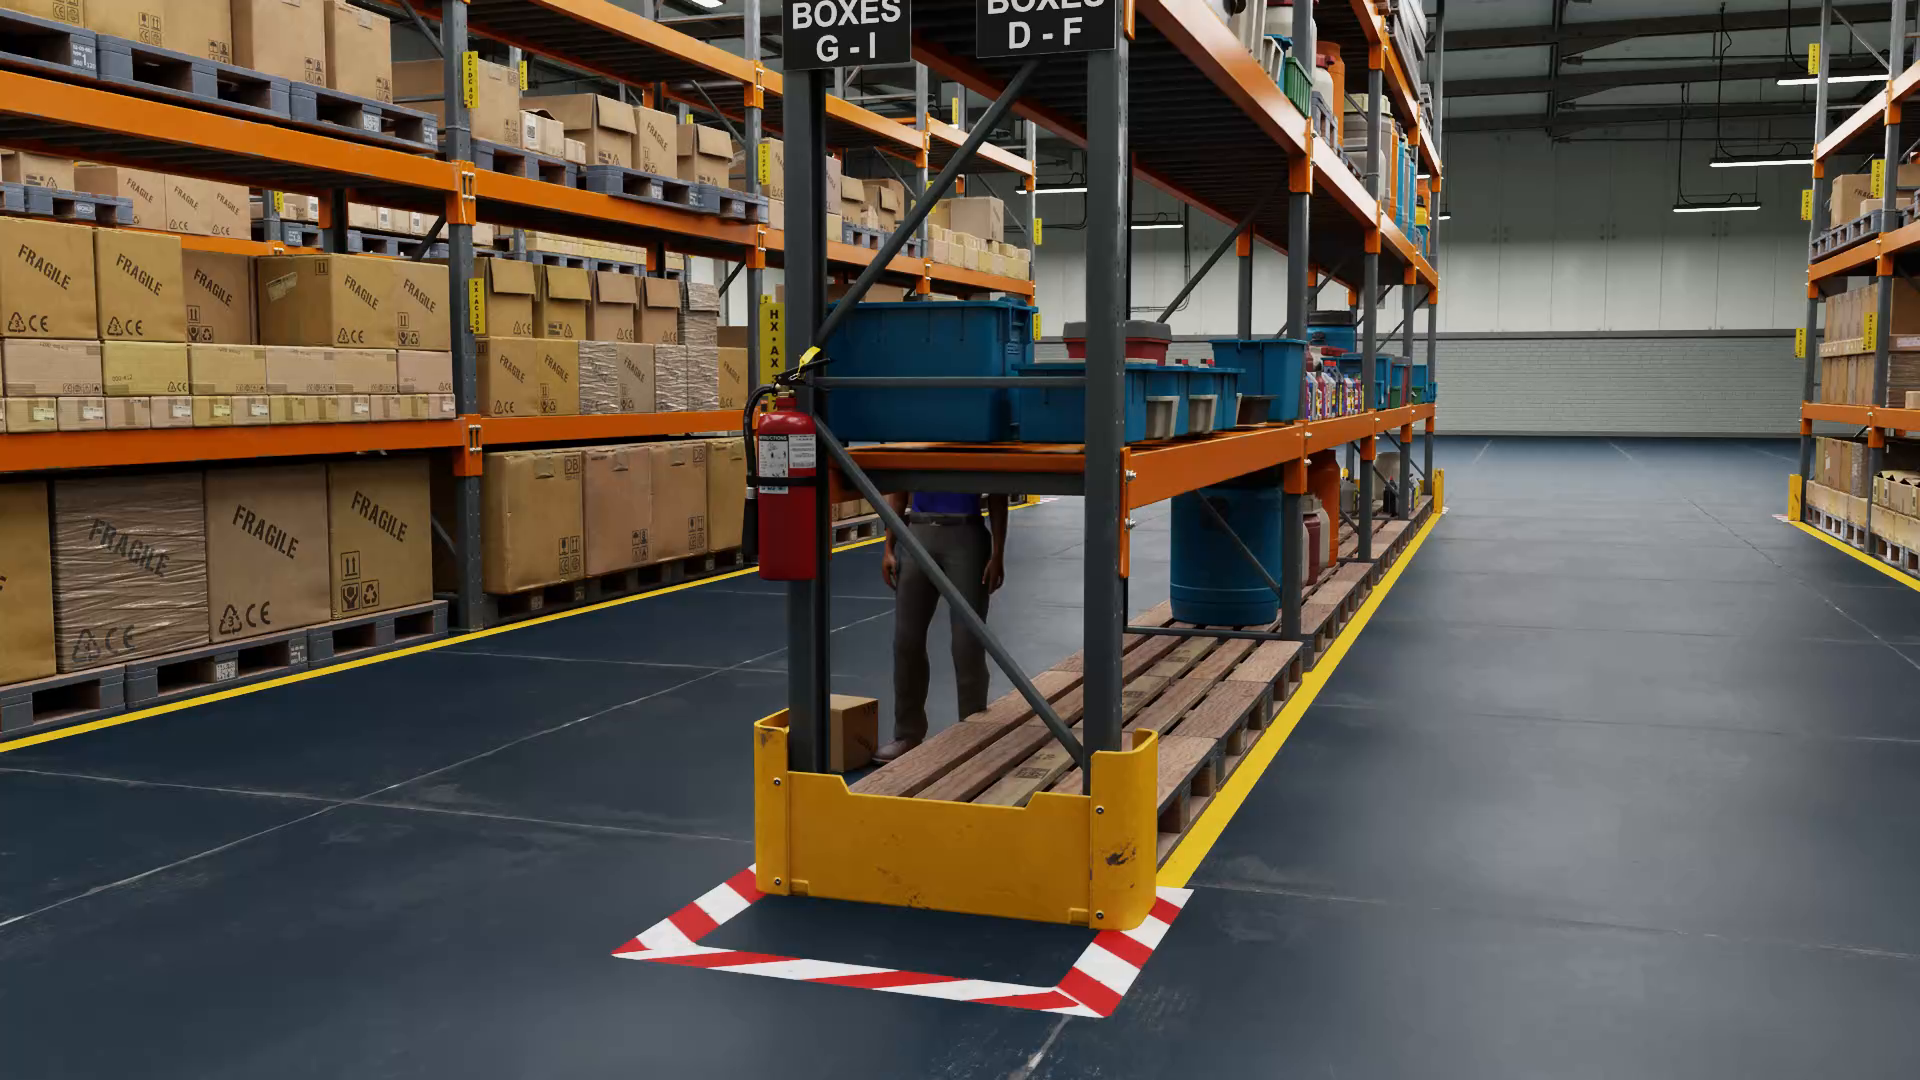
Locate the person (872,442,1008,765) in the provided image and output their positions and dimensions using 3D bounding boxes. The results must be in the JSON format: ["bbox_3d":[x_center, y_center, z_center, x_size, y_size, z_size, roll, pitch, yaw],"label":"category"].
[{"bbox_3d":[-0.071,0.064,6.582,0.521,1.654,0.352,2,6,17],"label":"person"}]
